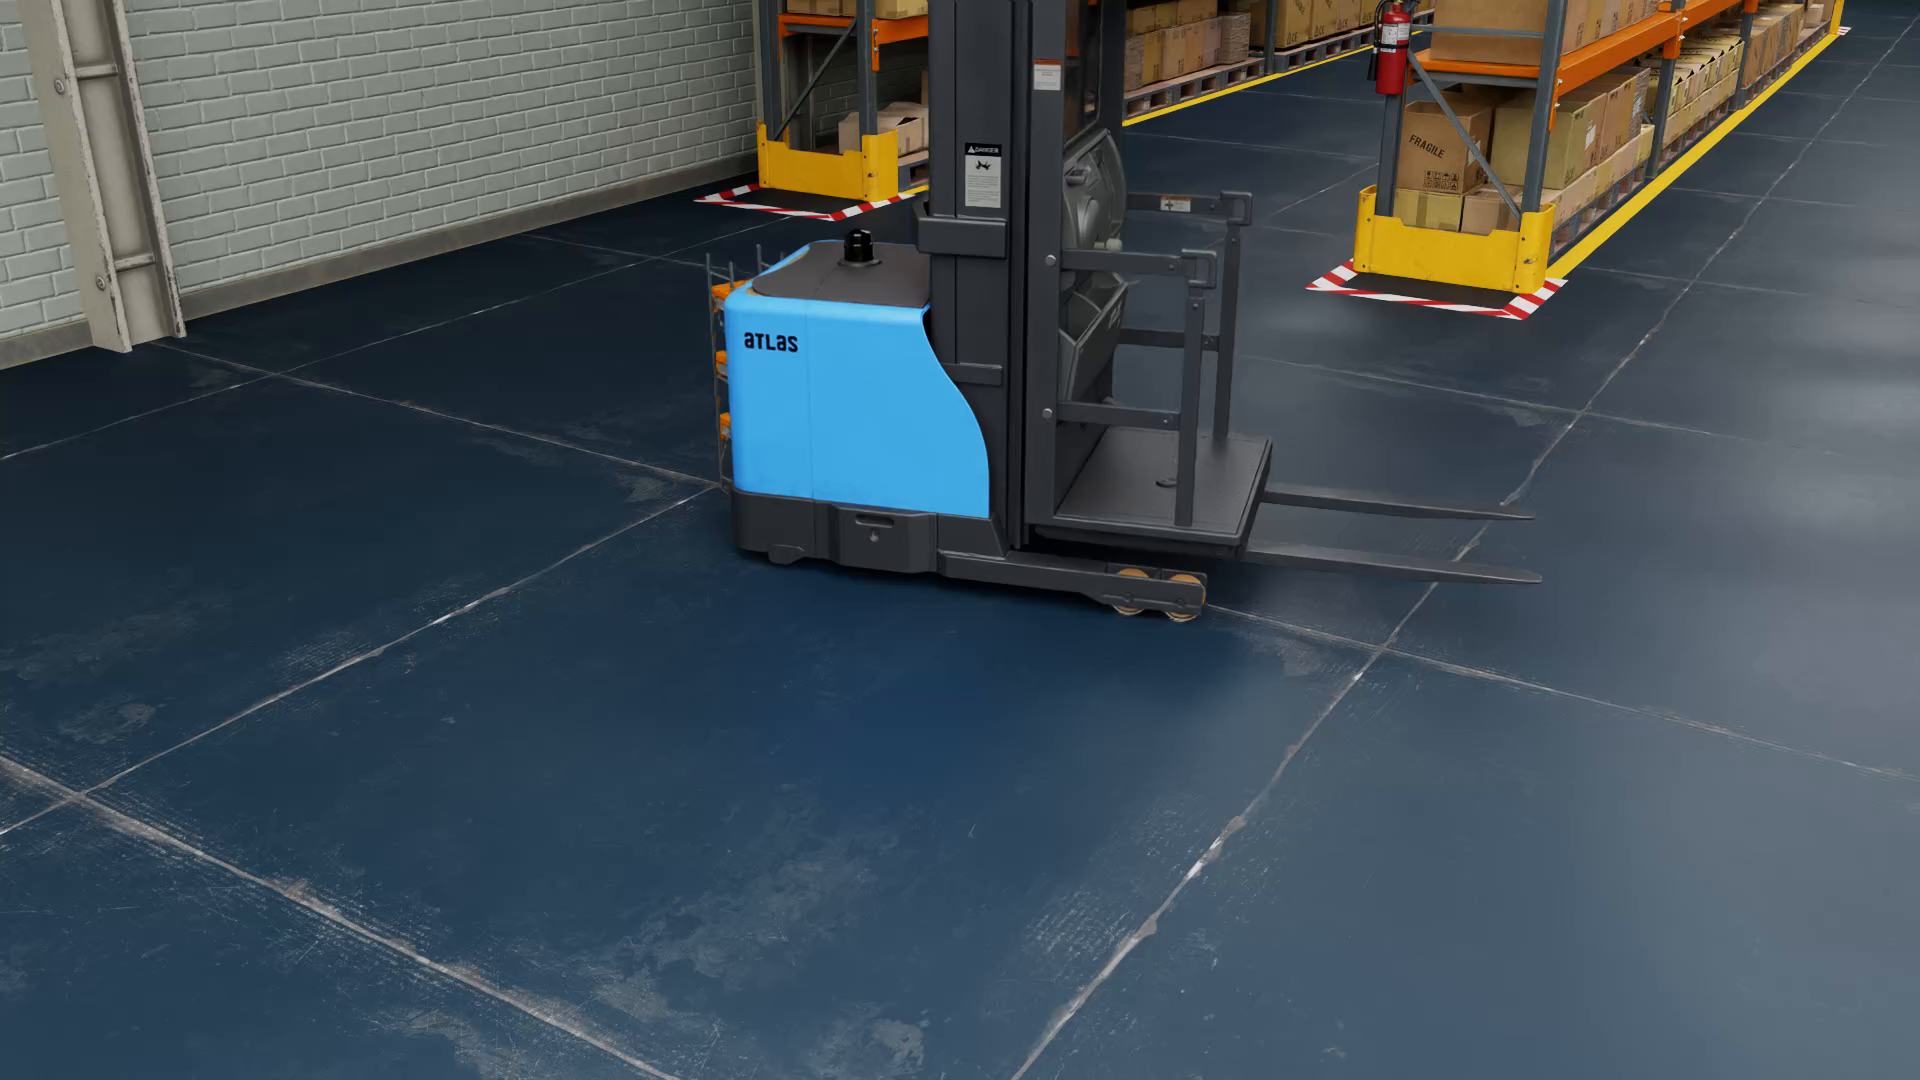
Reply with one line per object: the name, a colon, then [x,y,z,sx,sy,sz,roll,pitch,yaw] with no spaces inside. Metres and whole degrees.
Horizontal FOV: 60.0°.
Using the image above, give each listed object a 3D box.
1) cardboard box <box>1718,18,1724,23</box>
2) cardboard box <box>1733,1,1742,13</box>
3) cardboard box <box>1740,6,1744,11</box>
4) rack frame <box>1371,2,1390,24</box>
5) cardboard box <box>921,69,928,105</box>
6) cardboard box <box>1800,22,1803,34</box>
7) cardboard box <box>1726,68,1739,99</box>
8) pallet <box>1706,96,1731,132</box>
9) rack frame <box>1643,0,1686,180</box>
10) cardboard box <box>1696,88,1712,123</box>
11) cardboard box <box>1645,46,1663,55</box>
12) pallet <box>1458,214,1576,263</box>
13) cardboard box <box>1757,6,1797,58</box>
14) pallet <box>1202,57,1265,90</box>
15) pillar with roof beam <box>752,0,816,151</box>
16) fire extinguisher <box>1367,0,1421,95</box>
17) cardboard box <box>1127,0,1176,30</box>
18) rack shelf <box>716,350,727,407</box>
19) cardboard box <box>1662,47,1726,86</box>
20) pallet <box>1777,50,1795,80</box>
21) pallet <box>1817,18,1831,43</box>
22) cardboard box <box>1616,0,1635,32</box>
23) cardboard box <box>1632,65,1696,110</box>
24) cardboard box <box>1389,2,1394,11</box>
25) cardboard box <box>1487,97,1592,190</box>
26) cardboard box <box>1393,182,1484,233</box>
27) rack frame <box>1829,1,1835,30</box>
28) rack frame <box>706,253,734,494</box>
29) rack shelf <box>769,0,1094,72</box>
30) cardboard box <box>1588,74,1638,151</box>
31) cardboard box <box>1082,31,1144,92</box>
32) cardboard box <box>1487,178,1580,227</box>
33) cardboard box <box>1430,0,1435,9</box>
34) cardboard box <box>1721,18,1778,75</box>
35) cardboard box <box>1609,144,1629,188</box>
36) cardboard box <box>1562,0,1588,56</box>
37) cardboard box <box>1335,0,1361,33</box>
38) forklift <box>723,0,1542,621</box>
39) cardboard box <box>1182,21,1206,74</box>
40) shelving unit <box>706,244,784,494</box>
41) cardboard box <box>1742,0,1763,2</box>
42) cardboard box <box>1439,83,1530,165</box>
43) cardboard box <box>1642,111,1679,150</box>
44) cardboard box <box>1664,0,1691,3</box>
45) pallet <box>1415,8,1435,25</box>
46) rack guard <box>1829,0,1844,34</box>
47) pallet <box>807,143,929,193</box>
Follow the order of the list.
cardboard box: [7.915,-5.366,17.963,0.500,0.500,0.500,13,27,27]
cardboard box: [8.468,-6.071,18.648,0.500,0.250,0.500,14,27,29]
cardboard box: [8.723,-5.882,19.155,0.500,0.500,0.500,14,27,30]
rack frame: [5.247,-8.159,21.821,1.000,3.000,0.127,14,27,29]
cardboard box: [0.089,-3.808,14.363,0.700,0.500,0.500,12,26,26]
cardboard box: [10.310,-6.414,20.803,0.380,0.166,0.250,14,27,29]
cardboard box: [7.277,-4.474,16.242,0.500,0.250,0.500,15,27,30]
pallet: [6.880,-4.223,16.239,1.003,0.211,1.213,14,27,29]
rack frame: [5.237,-4.422,13.189,1.000,3.000,0.127,14,27,29]
cardboard box: [6.471,-3.956,15.046,0.500,0.250,0.500,14,27,30]
cardboard box: [6.281,-4.494,15.583,0.500,0.311,0.500,13,27,28]
pallet: [3.495,-2.059,11.241,1.003,0.211,1.213,14,27,29]
cardboard box: [9.173,-5.785,18.931,0.500,0.500,0.500,14,27,29]
pallet: [2.724,-5.266,18.648,1.003,0.211,1.213,14,27,29]
pillar with roof beam: [2.209,-6.377,10.154,9.100,9.000,0.400,14,27,29]
fire extinguisher: [2.670,-3.094,10.219,0.296,0.674,0.183,14,27,29]
cardboard box: [1.902,-5.435,17.179,0.500,0.250,0.500,13,27,27]
rack shelf: [-0.881,-0.685,7.036,0.240,0.259,0.215,-17,29,-34]
cardboard box: [6.743,-4.385,15.331,0.500,0.311,0.500,14,27,29]
pallet: [9.060,-5.560,19.328,1.003,0.211,1.213,14,27,29]
pallet: [11.107,-6.897,22.418,1.003,0.211,1.213,14,27,29]
cardboard box: [4.468,-3.969,12.017,0.700,0.500,0.500,14,27,30]
cardboard box: [5.936,-3.865,14.130,0.500,0.311,0.500,14,27,28]
cardboard box: [5.728,-7.435,22.768,0.700,0.500,0.500,14,27,30]
cardboard box: [3.861,-2.651,11.086,0.500,0.500,0.500,14,27,29]
cardboard box: [3.159,-2.246,11.094,0.500,0.250,0.500,14,27,29]
rack frame: [11.567,-8.472,22.545,1.000,3.000,0.127,14,27,29]
rack frame: [-0.978,-0.664,6.963,0.008,1.050,0.200,-17,29,-34]
rack shelf: [-0.028,-4.454,14.168,1.077,0.370,4.000,14,27,29]
cardboard box: [4.644,-3.159,12.260,0.500,0.500,0.500,14,27,29]
cardboard box: [1.401,-4.766,16.575,0.700,0.500,0.500,15,28,31]
cardboard box: [3.860,-2.307,11.235,0.500,0.250,0.500,14,27,29]
cardboard box: [6.544,-7.959,23.976,0.700,0.500,0.500,13,27,27]
cardboard box: [8.371,-5.267,17.733,0.500,0.500,0.500,13,27,28]
cardboard box: [4.655,-2.812,12.403,0.500,0.250,0.500,14,27,29]
cardboard box: [3.658,-3.451,10.820,0.700,0.500,0.500,15,27,30]
cardboard box: [4.548,-6.818,20.901,0.750,0.750,0.750,15,27,31]
forklift: [0.680,-1.284,6.028,3.031,2.935,1.130,6,24,15]
cardboard box: [2.193,-5.287,17.779,0.700,0.500,0.500,14,27,29]
shelving unit: [-0.881,-0.694,7.032,0.252,1.050,0.215,-17,29,-34]
cardboard box: [9.517,-6.429,20.417,0.500,0.500,0.500,14,27,29]
cardboard box: [3.673,-2.931,11.733,0.500,0.500,0.500,14,27,29]
cardboard box: [5.661,-3.437,13.846,0.500,0.250,0.500,13,27,28]
cardboard box: [5.878,-4.563,13.831,0.380,0.149,0.250,14,27,29]
pallet: [6.357,-7.533,23.885,1.003,0.211,1.213,14,27,29]
rack guard: [11.527,-7.299,22.982,1.175,0.500,0.348,14,27,29]
pallet: [-0.584,-3.122,13.695,1.003,0.211,1.213,14,27,29]
